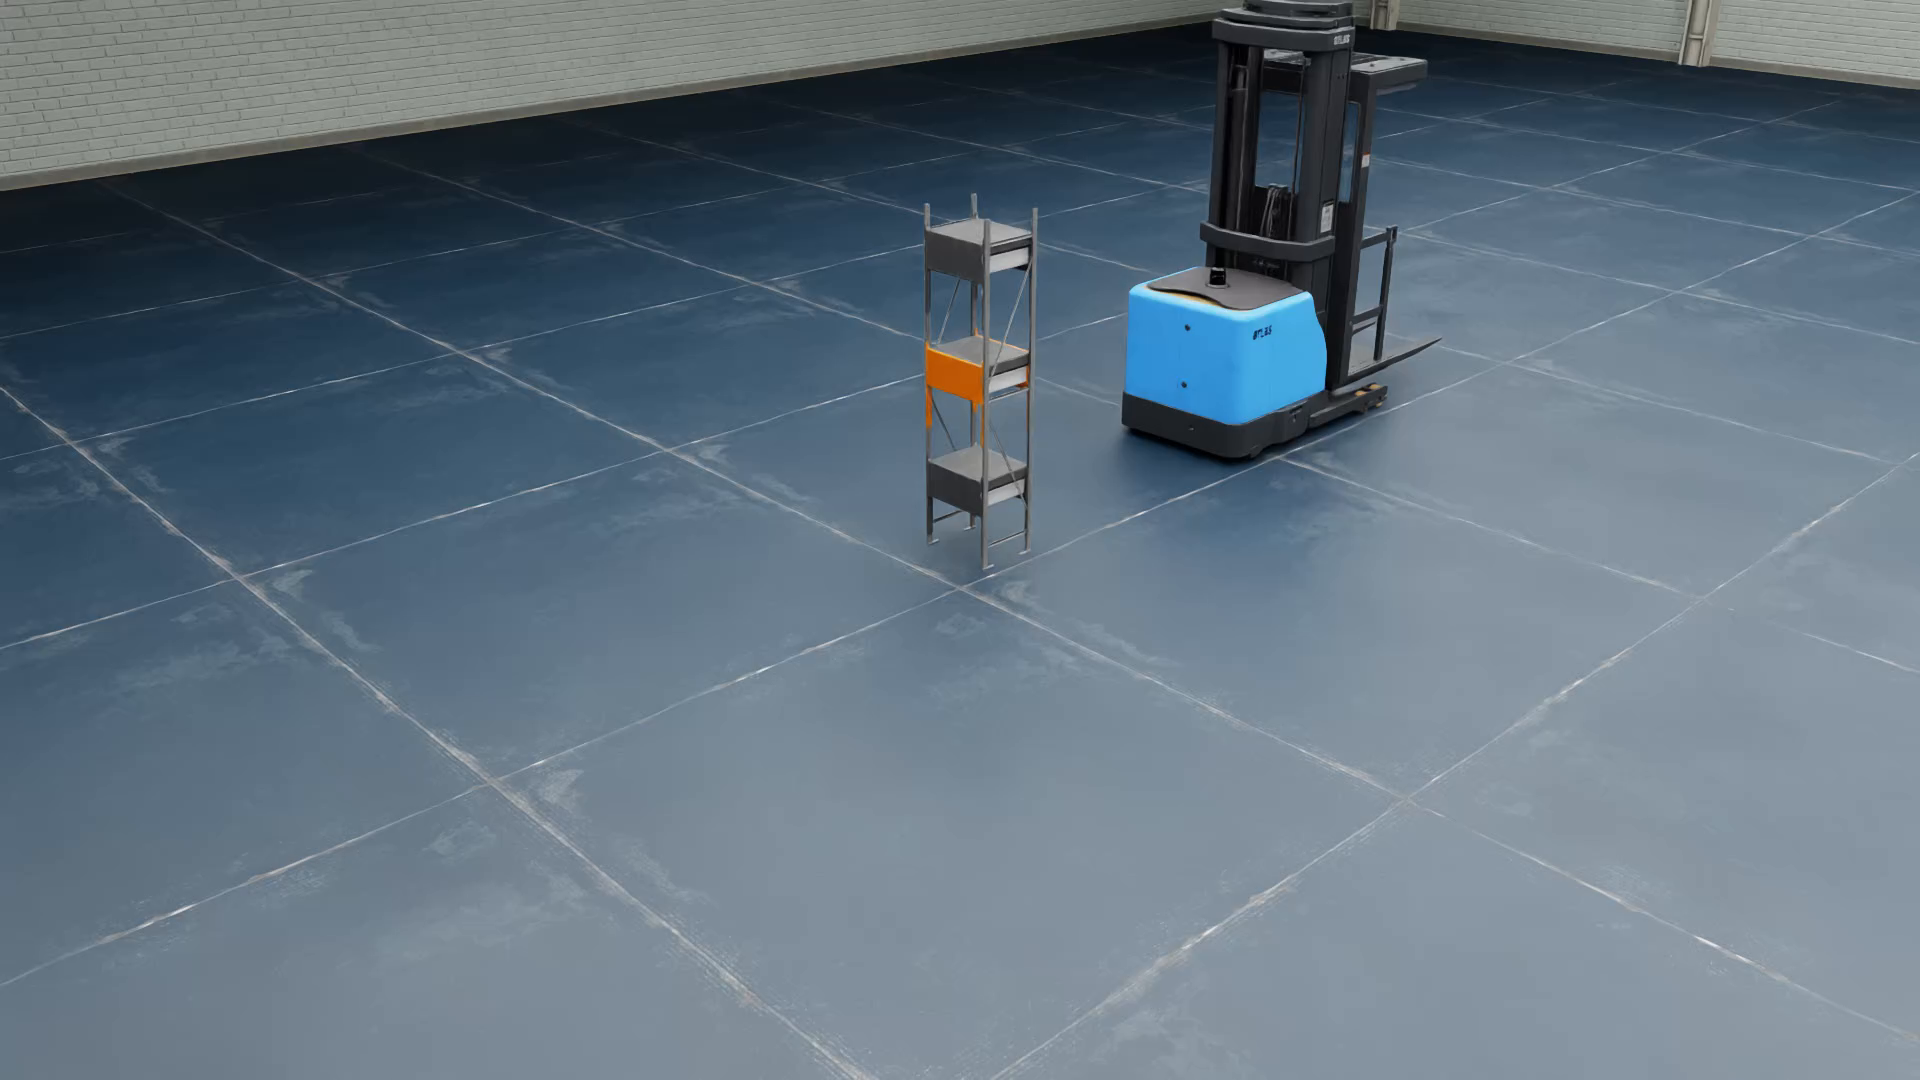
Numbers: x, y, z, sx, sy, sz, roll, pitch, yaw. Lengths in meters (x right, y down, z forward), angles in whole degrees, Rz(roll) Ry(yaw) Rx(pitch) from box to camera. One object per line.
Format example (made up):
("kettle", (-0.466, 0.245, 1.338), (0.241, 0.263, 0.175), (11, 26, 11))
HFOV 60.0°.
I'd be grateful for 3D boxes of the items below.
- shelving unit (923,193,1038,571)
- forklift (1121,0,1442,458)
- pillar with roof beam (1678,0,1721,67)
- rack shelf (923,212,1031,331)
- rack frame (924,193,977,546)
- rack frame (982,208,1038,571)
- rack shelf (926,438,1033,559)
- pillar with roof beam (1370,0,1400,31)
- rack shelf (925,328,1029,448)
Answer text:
("shelving unit", (0.113, -0.905, 9.704), (0.431, 2.100, 0.503), (-21, 32, -38))
("forklift", (2.552, -2.405, 11.991), (1.130, 2.935, 3.031), (22, 33, 40))
("pillar with roof beam", (8.948, -10.702, 22.866), (9.100, 9.000, 0.400), (-21, 32, -38))
("rack shelf", (0.113, -1.530, 9.419), (0.431, 0.518, 0.480), (-21, 32, -38))
("rack frame", (-0.054, -0.979, 9.866), (0.400, 2.100, 0.015), (-21, 32, -38))
("rack frame", (0.280, -0.831, 9.542), (0.400, 2.100, 0.015), (-21, 32, -38))
("rack shelf", (0.113, -0.256, 10.000), (0.431, 0.518, 0.480), (-21, 32, -38))
("pillar with roof beam", (4.847, -12.519, 26.851), (9.100, 9.000, 0.400), (-21, 32, -38))
("rack shelf", (0.113, -0.893, 9.710), (0.431, 0.518, 0.480), (-21, 32, -38))
